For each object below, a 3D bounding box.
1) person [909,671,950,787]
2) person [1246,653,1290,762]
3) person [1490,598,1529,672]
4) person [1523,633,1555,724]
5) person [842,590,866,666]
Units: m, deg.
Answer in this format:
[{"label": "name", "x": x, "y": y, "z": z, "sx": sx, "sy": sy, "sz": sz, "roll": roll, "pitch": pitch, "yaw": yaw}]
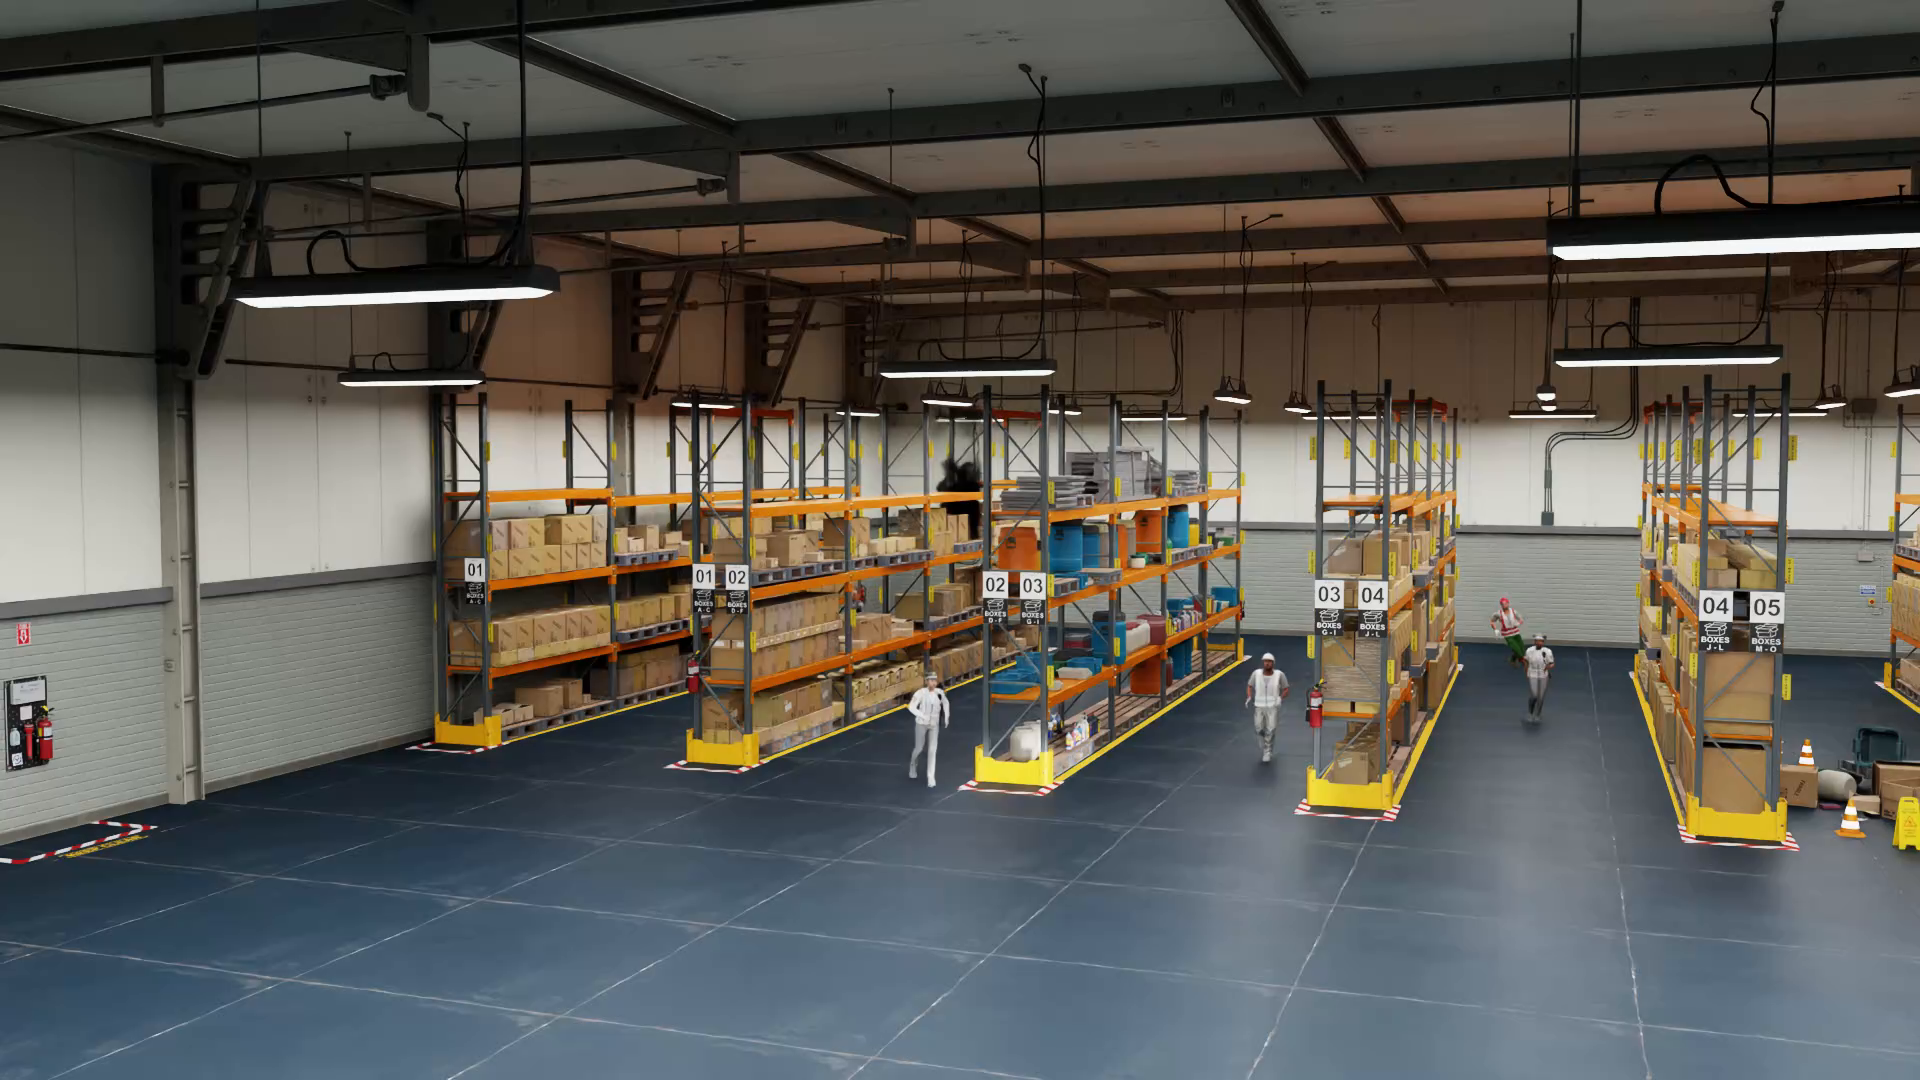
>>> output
[{"label": "person", "x": -0.453, "y": 2.806, "z": 25.125, "sx": 0.674, "sy": 1.691, "sz": 0.853, "roll": -1, "pitch": 3, "yaw": -18}, {"label": "person", "x": 4.992, "y": 2.708, "z": 27.016, "sx": 0.686, "sy": 1.744, "sz": 0.596, "roll": 1, "pitch": 3, "yaw": 17}, {"label": "person", "x": 12.507, "y": 2.151, "z": 37.697, "sx": 0.763, "sy": 1.695, "sz": 0.827, "roll": 0, "pitch": 3, "yaw": -7}, {"label": "person", "x": 10.626, "y": 2.541, "z": 30.527, "sx": 0.553, "sy": 1.691, "sz": 0.645, "roll": 1, "pitch": 3, "yaw": 17}, {"label": "person", "x": -2.498, "y": 2.040, "z": 38.966, "sx": 0.650, "sy": 1.728, "sz": 0.940, "roll": 1, "pitch": 3, "yaw": 11}]
